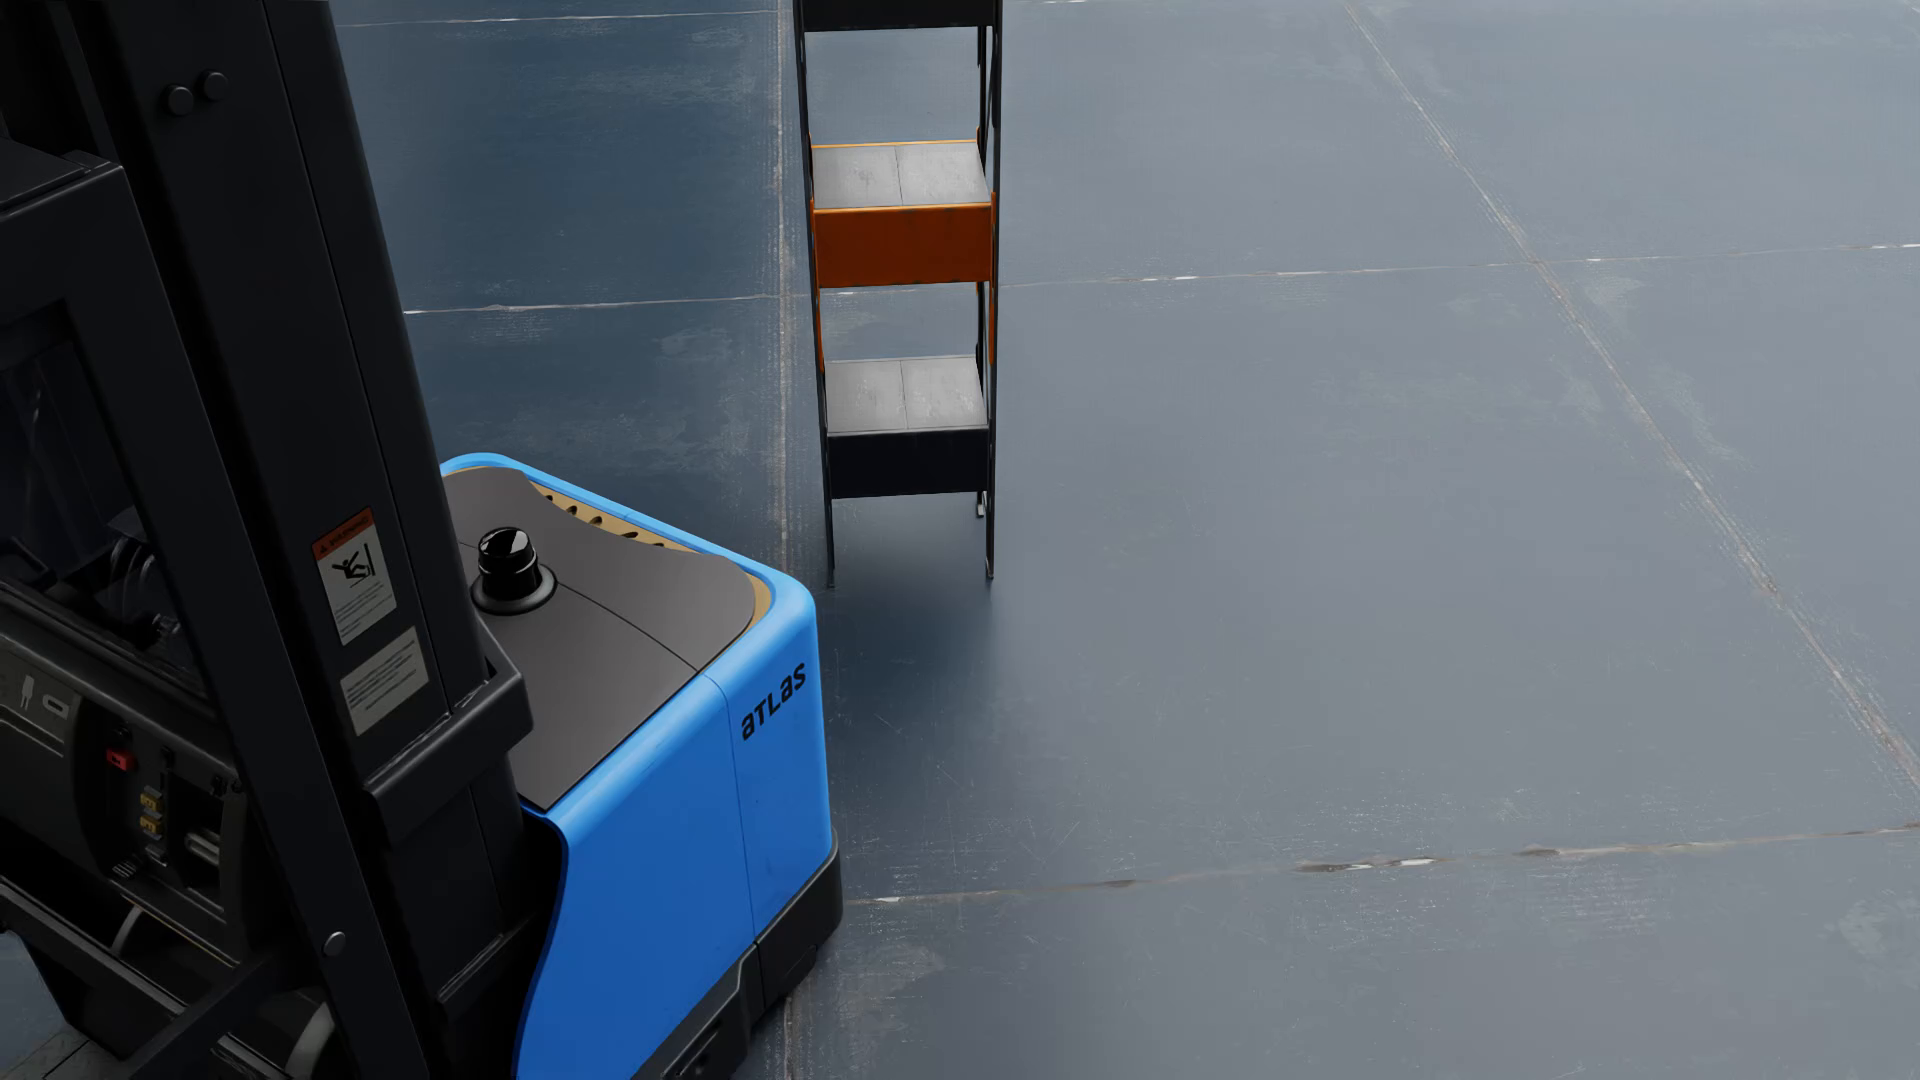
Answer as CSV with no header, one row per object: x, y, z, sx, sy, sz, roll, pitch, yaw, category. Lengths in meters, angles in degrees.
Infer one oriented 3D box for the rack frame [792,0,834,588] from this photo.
-0.408,-0.802,4.571,0.015,2.100,0.400,-3,38,-4,rack frame

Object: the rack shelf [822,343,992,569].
-0.165,-0.255,5.030,0.480,0.518,0.431,-3,38,-4,rack shelf

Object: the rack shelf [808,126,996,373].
-0.165,-0.805,4.597,0.480,0.518,0.431,-3,38,-4,rack shelf

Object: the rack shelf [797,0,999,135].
-0.165,-1.354,4.163,0.480,0.518,0.431,-3,38,-4,rack shelf

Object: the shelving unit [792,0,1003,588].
-0.165,-0.815,4.588,0.503,2.100,0.431,-3,38,-4,shelving unit

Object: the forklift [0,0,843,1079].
-1.489,0.401,2.376,1.130,2.935,3.031,21,43,25,forklift

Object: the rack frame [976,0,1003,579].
0.078,-0.829,4.605,0.015,2.100,0.400,-3,38,-4,rack frame
